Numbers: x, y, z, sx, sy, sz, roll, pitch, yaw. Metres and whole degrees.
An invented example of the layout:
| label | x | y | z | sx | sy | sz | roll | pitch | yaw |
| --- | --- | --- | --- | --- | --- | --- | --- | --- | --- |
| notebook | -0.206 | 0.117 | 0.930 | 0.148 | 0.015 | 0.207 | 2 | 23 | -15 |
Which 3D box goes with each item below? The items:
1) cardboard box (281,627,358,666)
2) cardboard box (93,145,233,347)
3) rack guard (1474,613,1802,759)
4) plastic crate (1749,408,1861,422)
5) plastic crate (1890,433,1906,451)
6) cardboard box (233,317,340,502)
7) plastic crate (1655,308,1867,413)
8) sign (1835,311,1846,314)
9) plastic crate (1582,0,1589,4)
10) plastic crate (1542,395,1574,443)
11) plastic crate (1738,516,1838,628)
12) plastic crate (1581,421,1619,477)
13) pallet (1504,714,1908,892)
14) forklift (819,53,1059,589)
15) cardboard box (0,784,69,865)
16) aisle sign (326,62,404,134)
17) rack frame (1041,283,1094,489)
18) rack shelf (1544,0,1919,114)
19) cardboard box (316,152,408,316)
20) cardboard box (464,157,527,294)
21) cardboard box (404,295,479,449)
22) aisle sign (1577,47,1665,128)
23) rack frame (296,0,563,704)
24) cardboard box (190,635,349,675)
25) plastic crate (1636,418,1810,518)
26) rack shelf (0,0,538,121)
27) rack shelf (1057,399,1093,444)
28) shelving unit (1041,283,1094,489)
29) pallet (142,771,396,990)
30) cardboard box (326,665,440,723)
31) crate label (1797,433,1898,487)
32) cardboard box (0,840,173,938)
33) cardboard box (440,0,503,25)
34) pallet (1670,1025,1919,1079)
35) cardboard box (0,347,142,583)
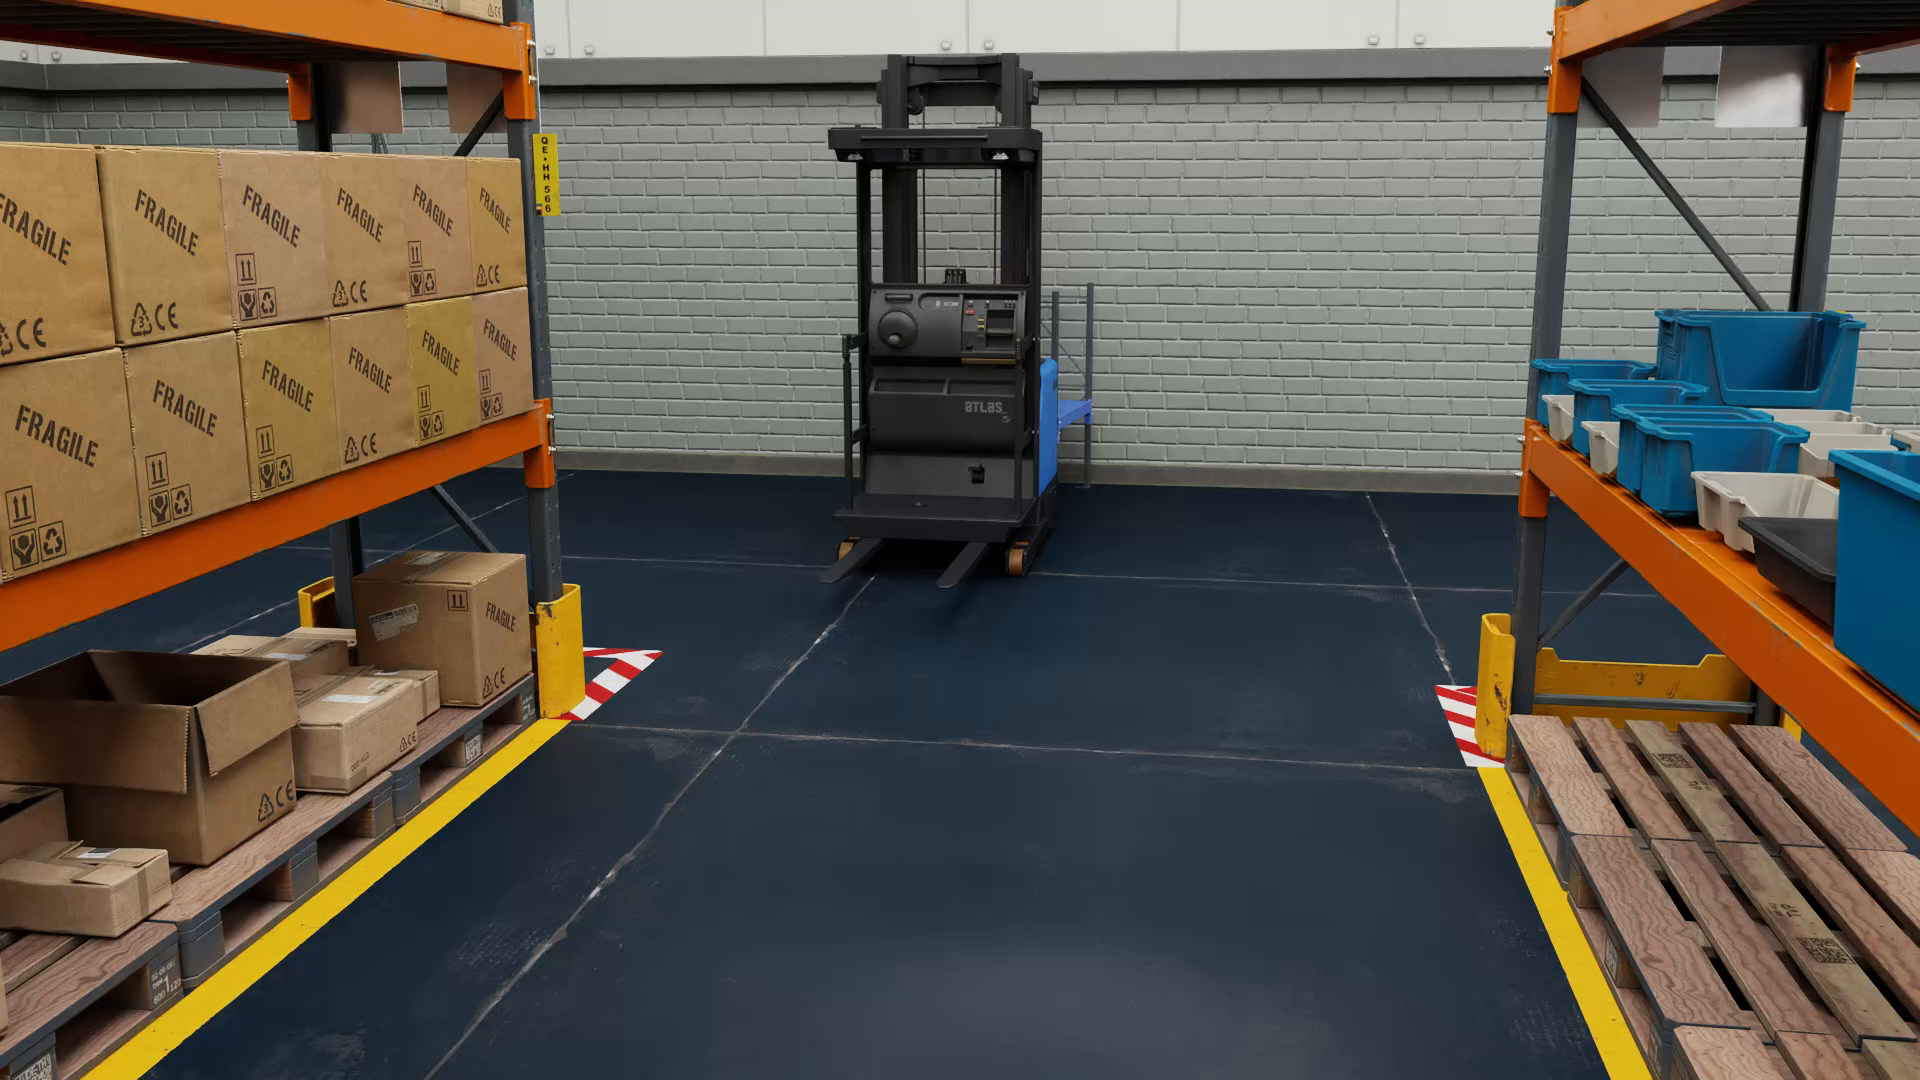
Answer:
| label | x | y | z | sx | sy | sz | roll | pitch | yaw |
| --- | --- | --- | --- | --- | --- | --- | --- | --- | --- |
| cardboard box | -2.627 | 0.471 | 6.908 | 0.380 | 0.149 | 0.250 | 2 | 12 | 9 |
| cardboard box | -2.329 | -0.792 | 4.435 | 0.500 | 0.500 | 0.500 | 2 | 12 | 7 |
| rack guard | 2.662 | 0.595 | 6.547 | 1.175 | 0.500 | 0.348 | 2 | 12 | 9 |
| plastic crate | 2.724 | -0.347 | 5.465 | 0.396 | 0.136 | 0.243 | 2 | 12 | 9 |
| plastic crate | 2.608 | -0.134 | 4.248 | 0.416 | 0.233 | 0.300 | 2 | 12 | 9 |
| cardboard box | -2.259 | -0.413 | 5.054 | 0.500 | 0.500 | 0.500 | 2 | 12 | 8 |
| plastic crate | 2.804 | -0.593 | 5.897 | 0.616 | 0.435 | 0.499 | 2 | 12 | 9 |
| sign | 3.217 | -0.687 | 6.175 | 0.100 | 0.325 | 0.005 | 2 | 12 | 9 |
| plastic crate | 2.336 | -1.953 | 5.627 | 0.497 | 0.269 | 0.590 | 2 | 12 | 9 |
| plastic crate | 2.177 | -0.417 | 5.794 | 0.250 | 0.136 | 0.298 | 2 | 12 | 9 |
| plastic crate | 1.962 | 0.074 | 3.539 | 0.437 | 0.125 | 0.590 | 2 | 12 | 9 |
| plastic crate | 2.072 | -0.276 | 5.139 | 0.250 | 0.136 | 0.298 | 2 | 12 | 9 |
| pallet | 2.506 | 0.912 | 5.762 | 1.003 | 0.211 | 1.213 | 2 | 12 | 9 |
| forklift | -0.111 | -1.304 | 9.586 | 1.130 | 2.935 | 3.031 | 2 | 12 | 10 |
| cardboard box | -2.915 | 0.865 | 4.698 | 0.500 | 0.311 | 0.500 | 2 | 12 | 9 |
| aisle sign | -2.503 | -2.078 | 6.843 | 0.394 | 0.787 | 0.004 | 2 | 12 | 9 |
| rack frame | 0.719 | -1.130 | 12.176 | 0.500 | 1.500 | 0.032 | 4 | 13 | 17 |
| rack shelf | 2.363 | -1.320 | 4.087 | 1.077 | 0.370 | 4.000 | 2 | 12 | 9 |
| cardboard box | -2.172 | -1.006 | 5.431 | 0.500 | 0.500 | 0.500 | 2 | 12 | 10 |
| cardboard box | -2.020 | -1.219 | 6.420 | 0.500 | 0.500 | 0.500 | 2 | 12 | 8 |
| cardboard box | -2.099 | -0.622 | 6.022 | 0.500 | 0.500 | 0.500 | 2 | 12 | 9 |
| aisle sign | 2.389 | -1.917 | 6.099 | 0.394 | 0.787 | 0.004 | 2 | 12 | 9 |
| rack frame | -2.223 | -0.783 | 7.007 | 1.000 | 3.000 | 0.127 | 2 | 12 | 9 |
| cardboard box | -2.664 | 0.554 | 6.285 | 0.500 | 0.250 | 0.500 | 2 | 12 | 9 |
| plastic crate | 2.059 | -0.192 | 4.520 | 0.416 | 0.233 | 0.300 | 2 | 12 | 9 |
| rack shelf | -2.531 | -1.481 | 4.835 | 1.077 | 0.370 | 4.000 | 2 | 12 | 9 |
| rack shelf | 0.567 | -0.852 | 11.740 | 0.538 | 0.185 | 1.000 | 4 | 13 | 17 |
| shelving unit | 0.567 | -1.028 | 11.702 | 0.538 | 1.500 | 1.048 | 4 | 13 | 17 |
| pallet | -2.546 | 1.015 | 5.282 | 1.003 | 0.211 | 1.213 | 2 | 12 | 9 |
| cardboard box | -2.214 | 0.589 | 6.319 | 0.380 | 0.166 | 0.250 | 2 | 12 | 9 |
| crate label | 2.647 | -0.228 | 4.915 | 0.396 | 0.136 | 0.243 | 2 | 12 | 9 |
| cardboard box | -2.437 | 0.959 | 4.606 | 0.380 | 0.166 | 0.250 | 2 | 12 | 9 |
| cardboard box | -2.041 | -2.061 | 6.171 | 0.500 | 0.250 | 0.500 | 2 | 12 | 9 |
| pallet | 2.131 | 1.420 | 3.405 | 1.003 | 0.211 | 1.213 | 2 | 12 | 9 |
| cardboard box | -2.415 | -0.203 | 4.079 | 0.500 | 0.500 | 0.500 | 2 | 12 | 10 |
